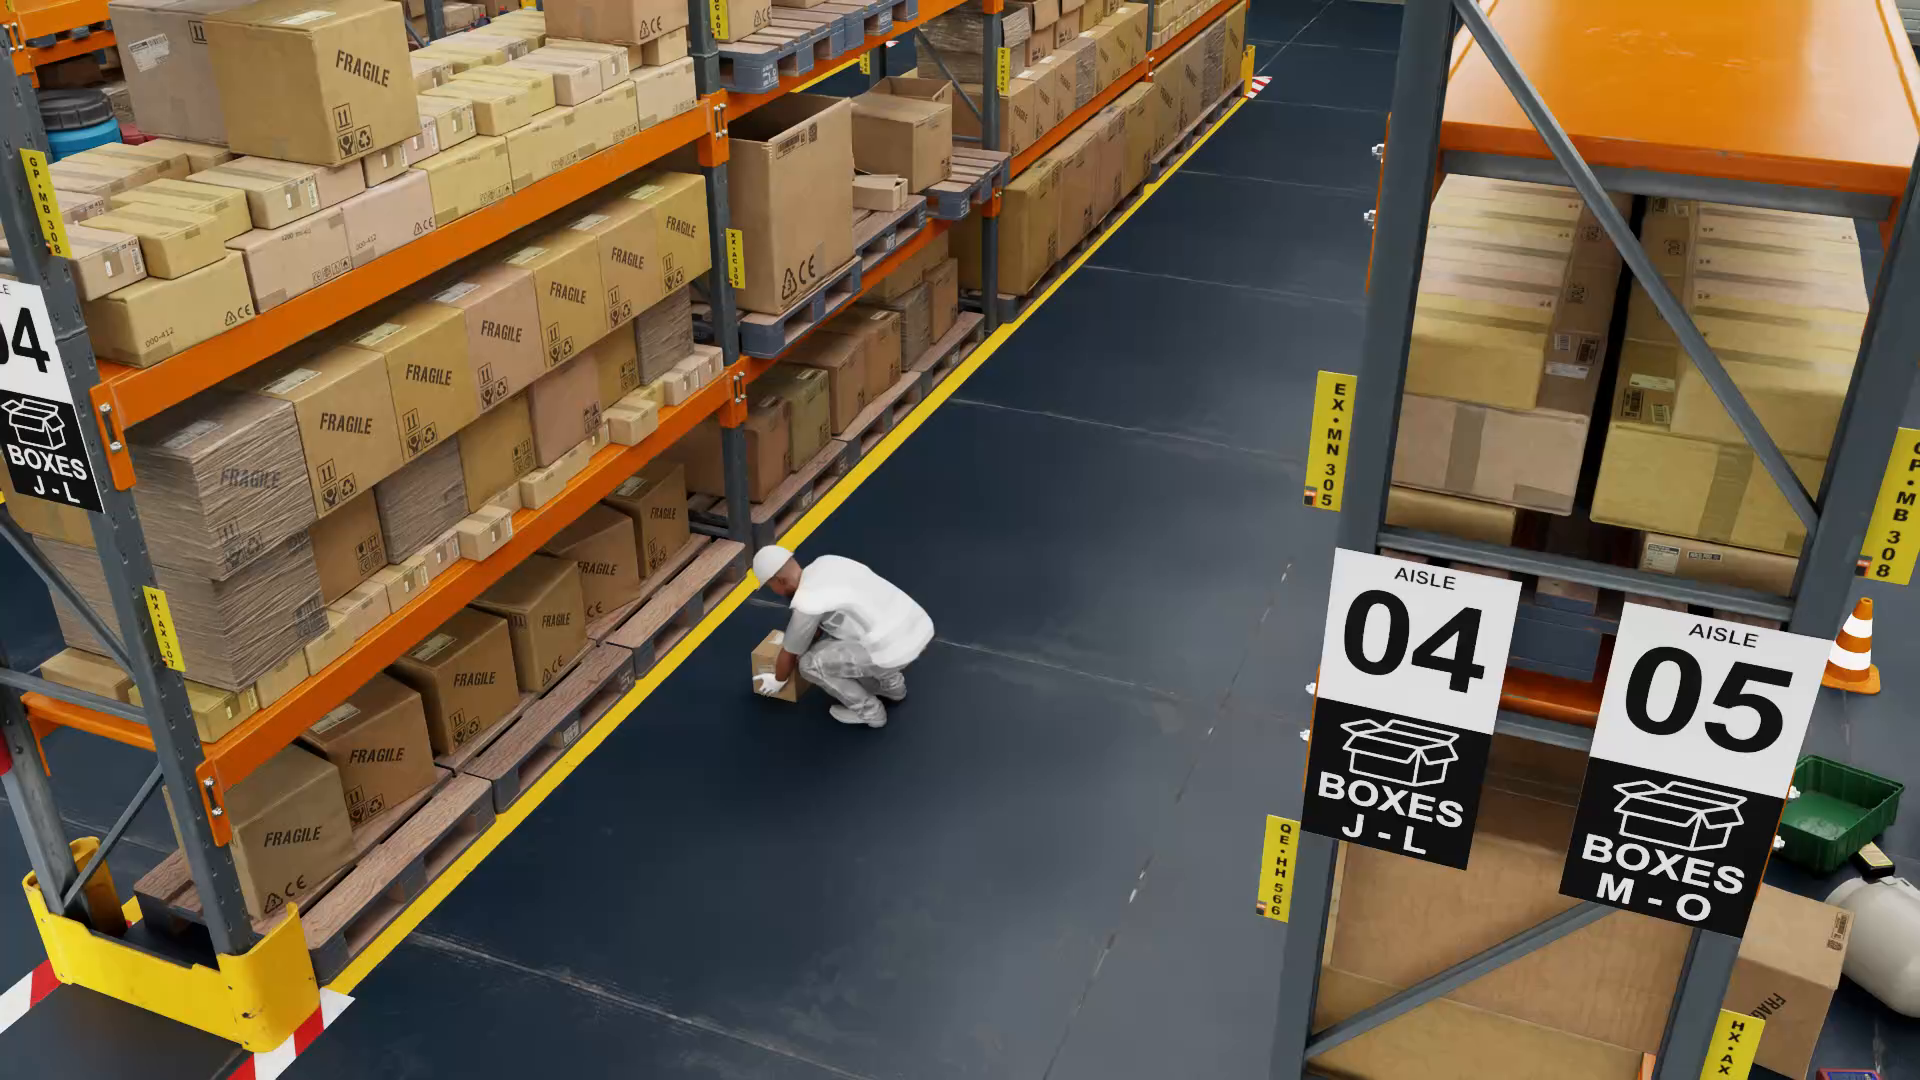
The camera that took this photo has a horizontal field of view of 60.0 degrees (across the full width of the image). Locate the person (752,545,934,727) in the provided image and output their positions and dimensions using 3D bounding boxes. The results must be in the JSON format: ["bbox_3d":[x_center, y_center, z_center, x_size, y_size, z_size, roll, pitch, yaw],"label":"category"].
[{"bbox_3d":[-0.605,0.467,8.475,0.910,0.885,0.578,11,31,19],"label":"person"}]
